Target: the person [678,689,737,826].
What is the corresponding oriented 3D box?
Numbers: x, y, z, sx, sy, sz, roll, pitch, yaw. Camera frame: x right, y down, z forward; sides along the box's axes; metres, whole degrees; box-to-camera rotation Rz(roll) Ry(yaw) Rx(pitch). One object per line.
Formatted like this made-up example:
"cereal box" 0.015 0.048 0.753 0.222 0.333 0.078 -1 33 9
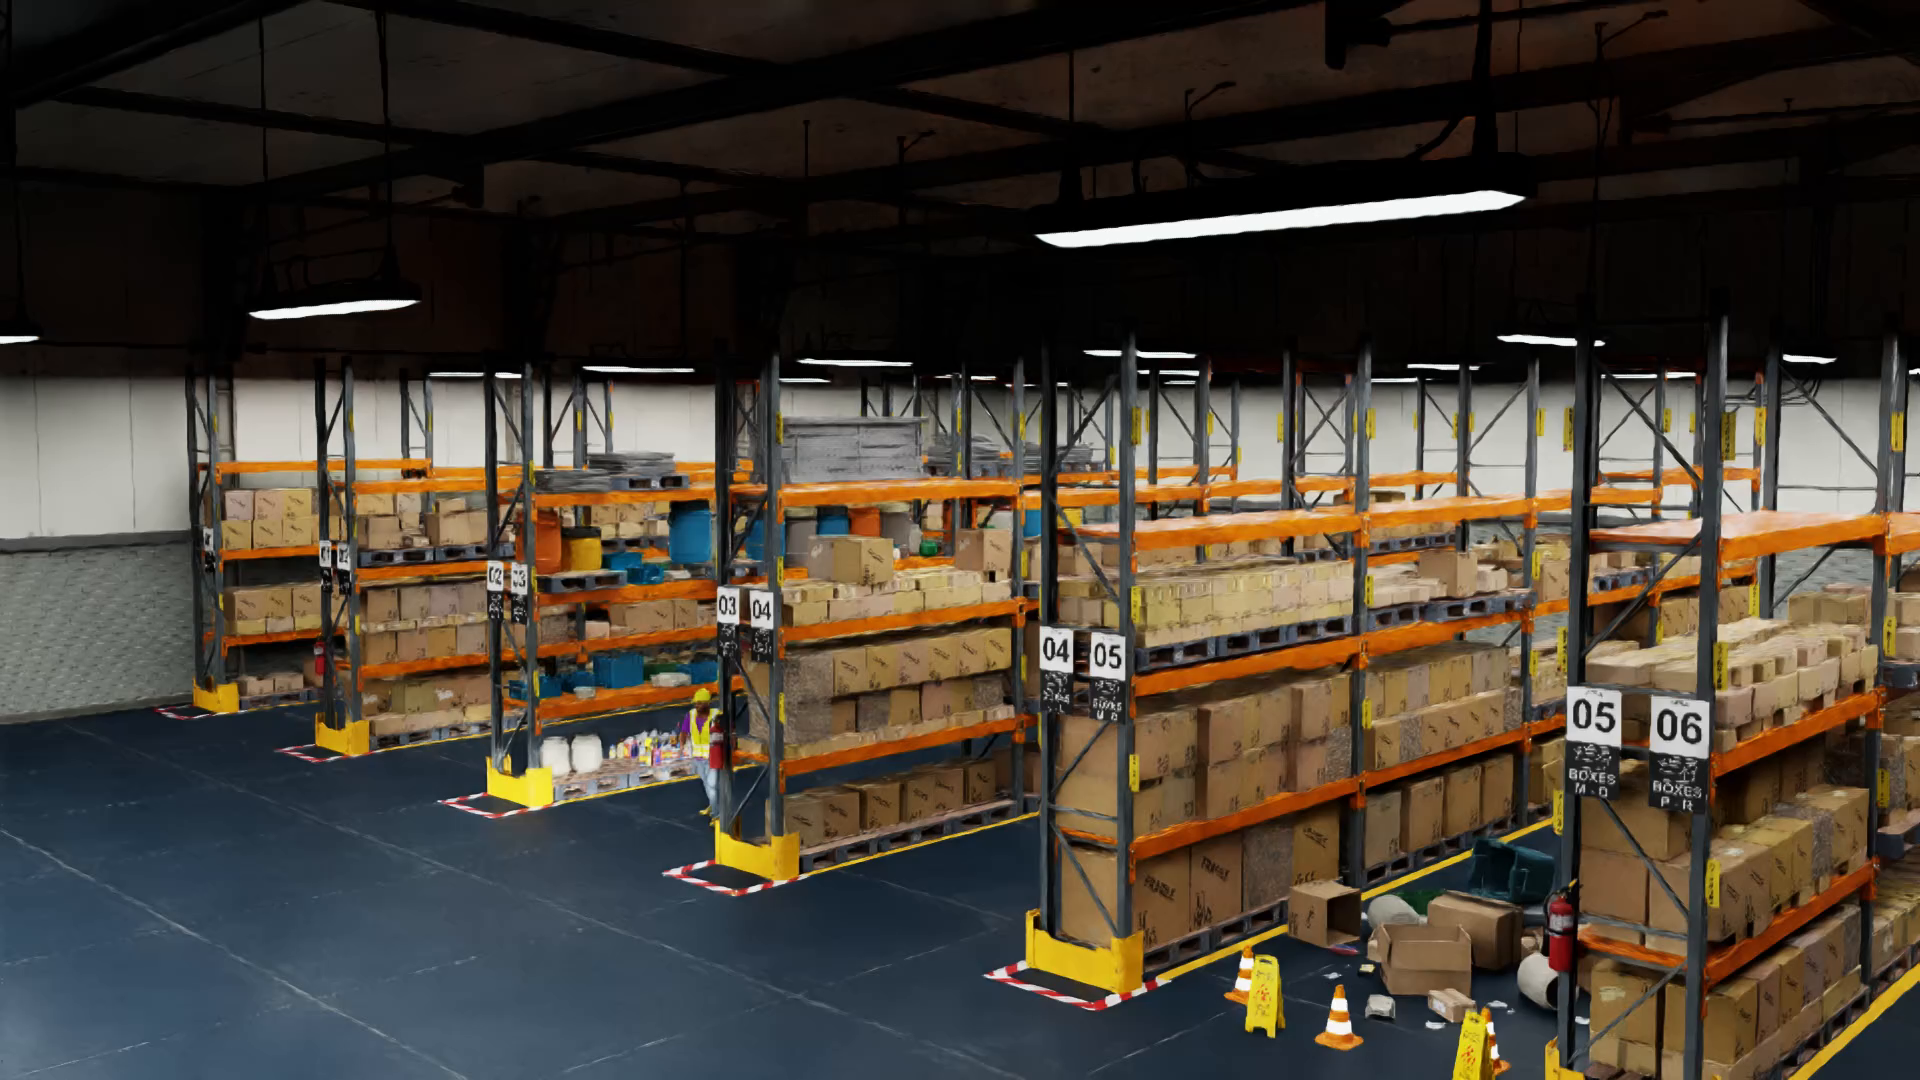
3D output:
"person" -3.165 2.700 20.984 0.712 1.697 0.830 2 5 26
